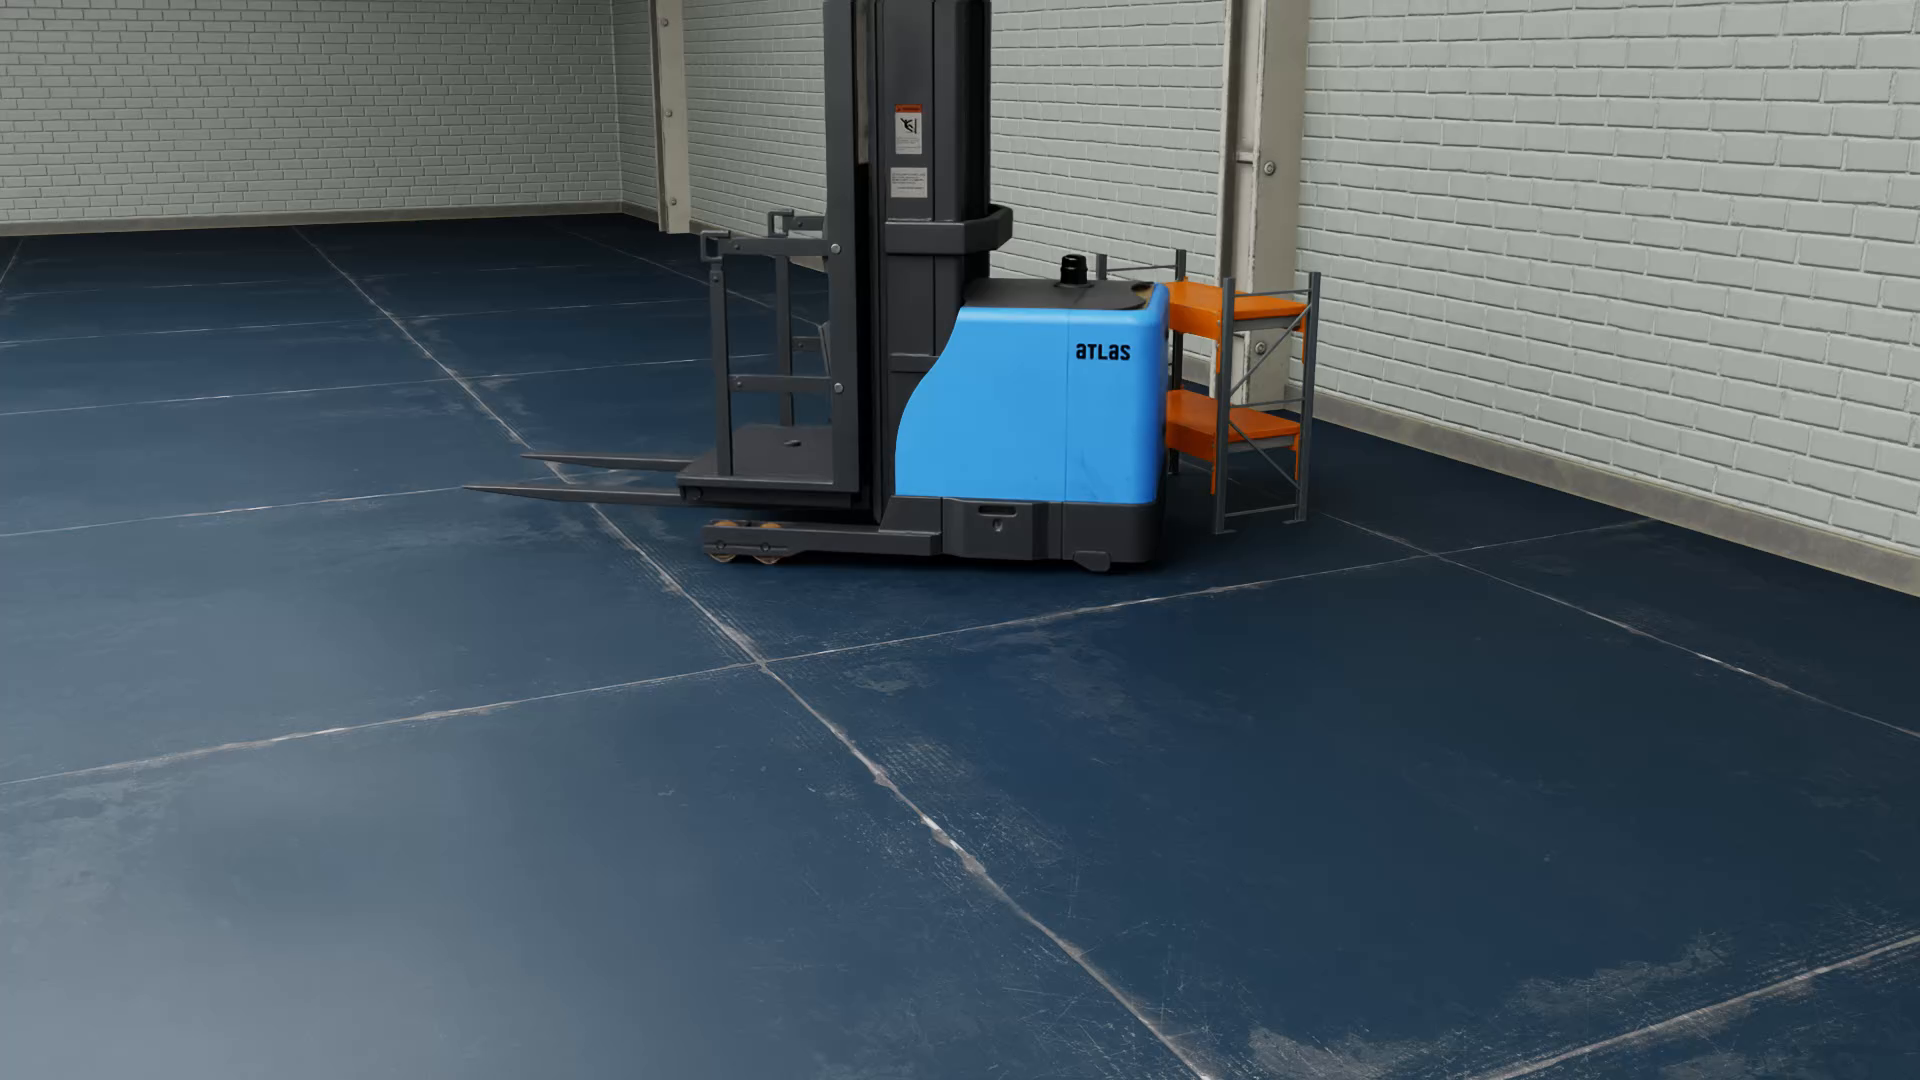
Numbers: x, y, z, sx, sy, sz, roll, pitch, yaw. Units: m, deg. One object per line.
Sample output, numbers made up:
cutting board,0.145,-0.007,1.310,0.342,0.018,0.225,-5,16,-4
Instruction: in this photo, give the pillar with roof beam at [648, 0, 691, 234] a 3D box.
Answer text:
pillar with roof beam,-7.375,-7.605,17.437,9.100,9.000,0.400,-8,18,-25

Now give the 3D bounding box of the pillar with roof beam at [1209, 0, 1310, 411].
pillar with roof beam,-2.118,-4.629,7.069,9.100,9.000,0.400,-8,18,-25

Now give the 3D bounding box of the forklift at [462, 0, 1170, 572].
forklift,-0.628,-1.452,6.997,3.031,2.935,1.130,3,16,9

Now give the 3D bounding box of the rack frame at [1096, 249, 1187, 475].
rack frame,0.876,-0.847,8.162,0.500,1.125,0.032,-8,18,-26

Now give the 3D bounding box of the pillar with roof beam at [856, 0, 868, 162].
pillar with roof beam,-4.746,-6.117,12.253,9.100,9.000,0.400,-8,18,-25

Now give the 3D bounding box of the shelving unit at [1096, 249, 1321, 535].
shelving unit,1.109,-0.722,7.729,0.538,1.125,1.048,-8,18,-26

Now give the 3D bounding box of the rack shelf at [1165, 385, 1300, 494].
rack shelf,1.109,-0.487,7.796,0.538,0.278,1.000,-8,18,-26

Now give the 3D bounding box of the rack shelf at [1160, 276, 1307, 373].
rack shelf,1.109,-1.004,7.648,0.538,0.278,1.000,-8,18,-26

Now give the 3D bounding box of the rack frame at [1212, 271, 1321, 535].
rack frame,1.343,-0.598,7.295,0.500,1.125,0.032,-8,18,-26
